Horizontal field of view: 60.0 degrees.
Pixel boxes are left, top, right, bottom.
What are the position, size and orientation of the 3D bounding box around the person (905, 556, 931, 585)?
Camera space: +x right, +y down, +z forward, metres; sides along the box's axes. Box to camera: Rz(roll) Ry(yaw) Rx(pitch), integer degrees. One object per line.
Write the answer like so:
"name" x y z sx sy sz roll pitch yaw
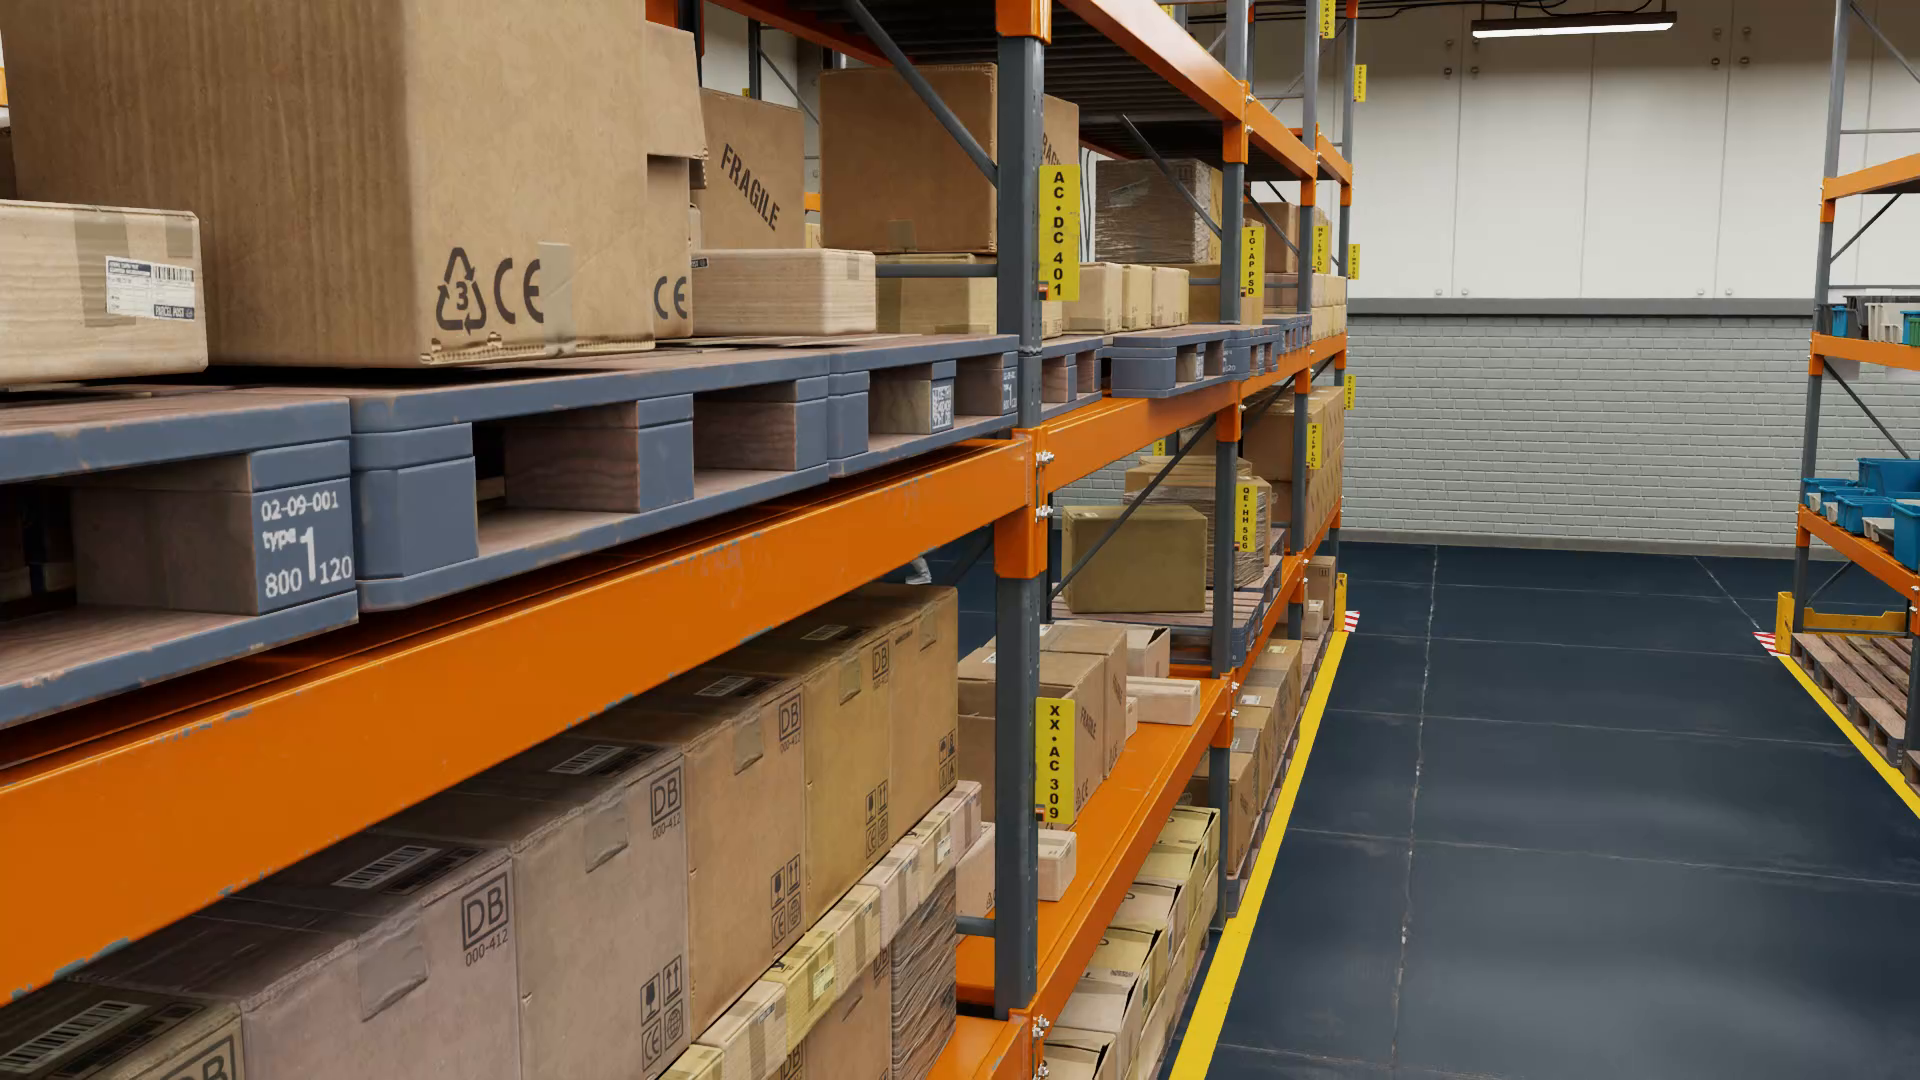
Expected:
"person" -0.633 0.007 18.235 0.885 0.947 0.461 -1 8 -4
